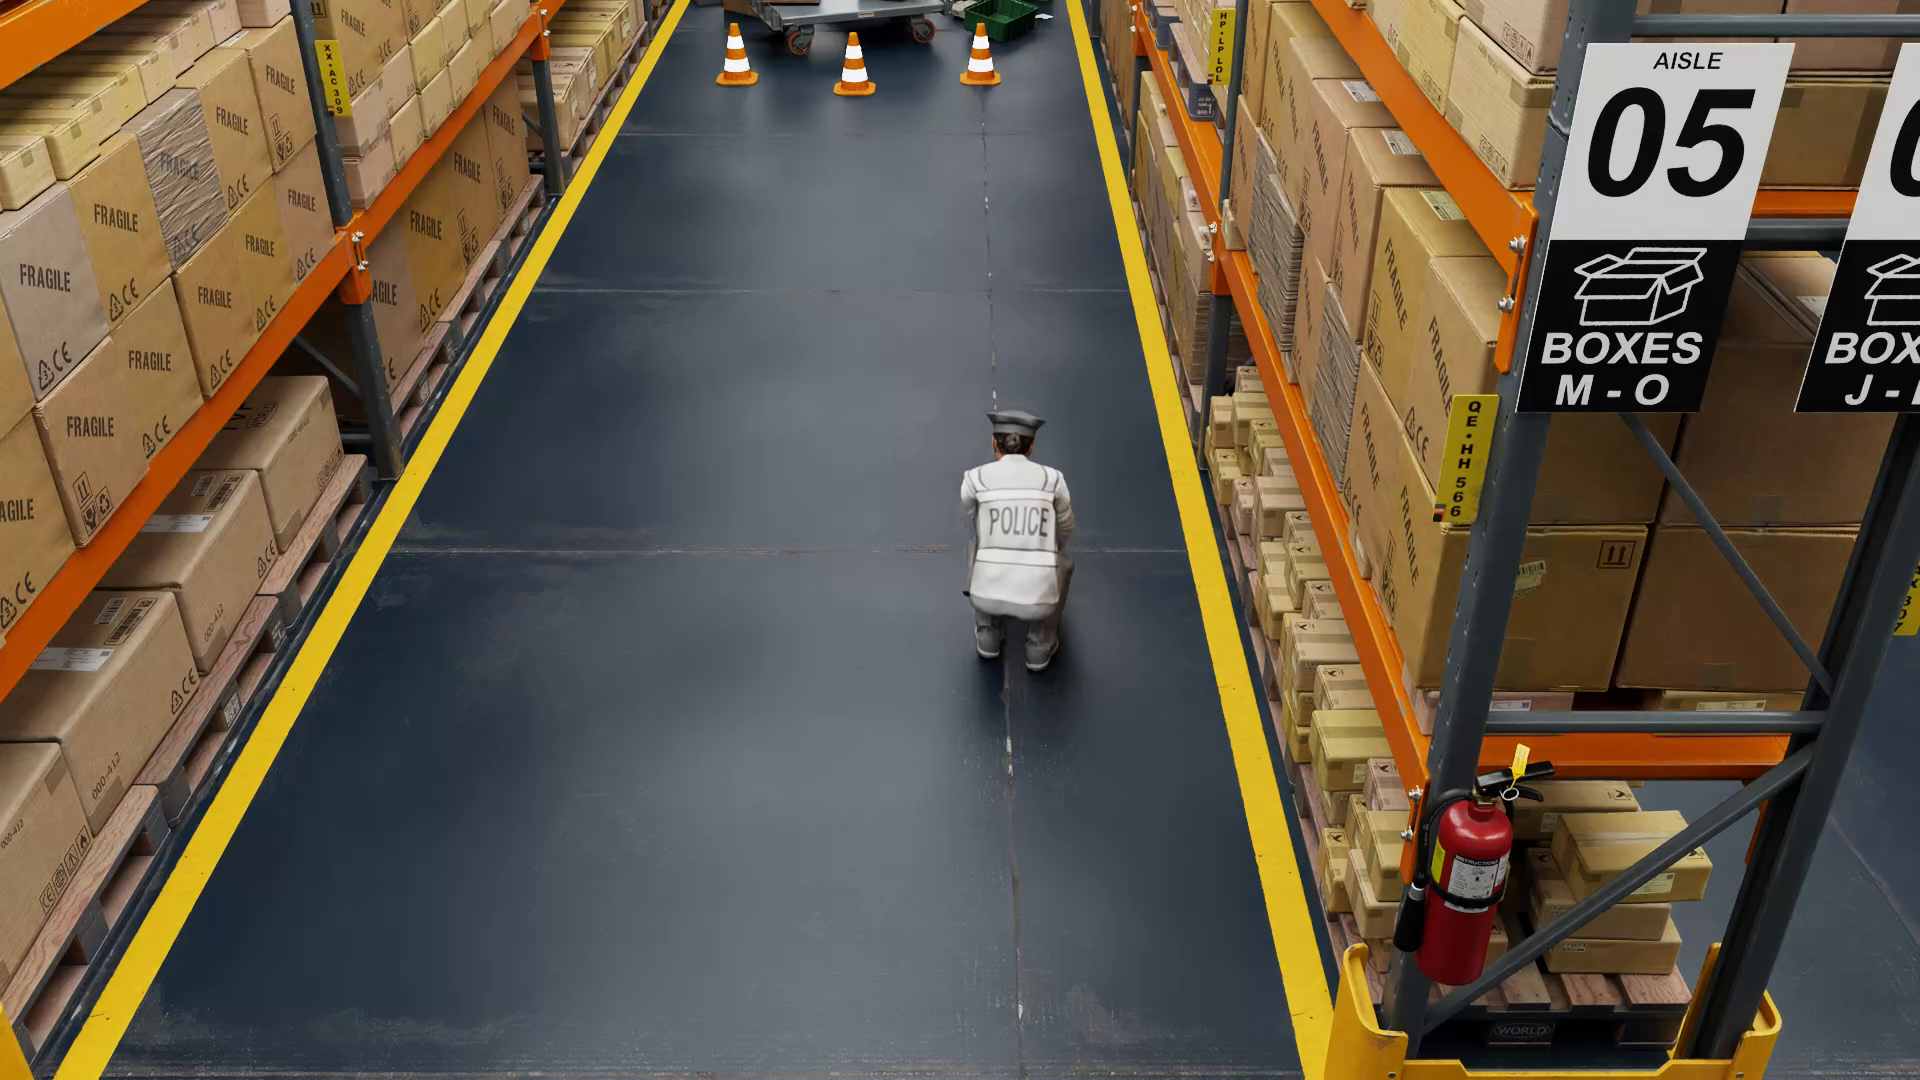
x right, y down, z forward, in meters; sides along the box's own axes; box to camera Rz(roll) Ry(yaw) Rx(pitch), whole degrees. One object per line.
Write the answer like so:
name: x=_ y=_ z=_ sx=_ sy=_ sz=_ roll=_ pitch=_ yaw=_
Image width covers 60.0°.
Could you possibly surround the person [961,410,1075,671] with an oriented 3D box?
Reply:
person: x=0.236 y=-0.020 z=6.838 sx=0.469 sy=0.976 sz=0.847 roll=4 pitch=32 yaw=7
